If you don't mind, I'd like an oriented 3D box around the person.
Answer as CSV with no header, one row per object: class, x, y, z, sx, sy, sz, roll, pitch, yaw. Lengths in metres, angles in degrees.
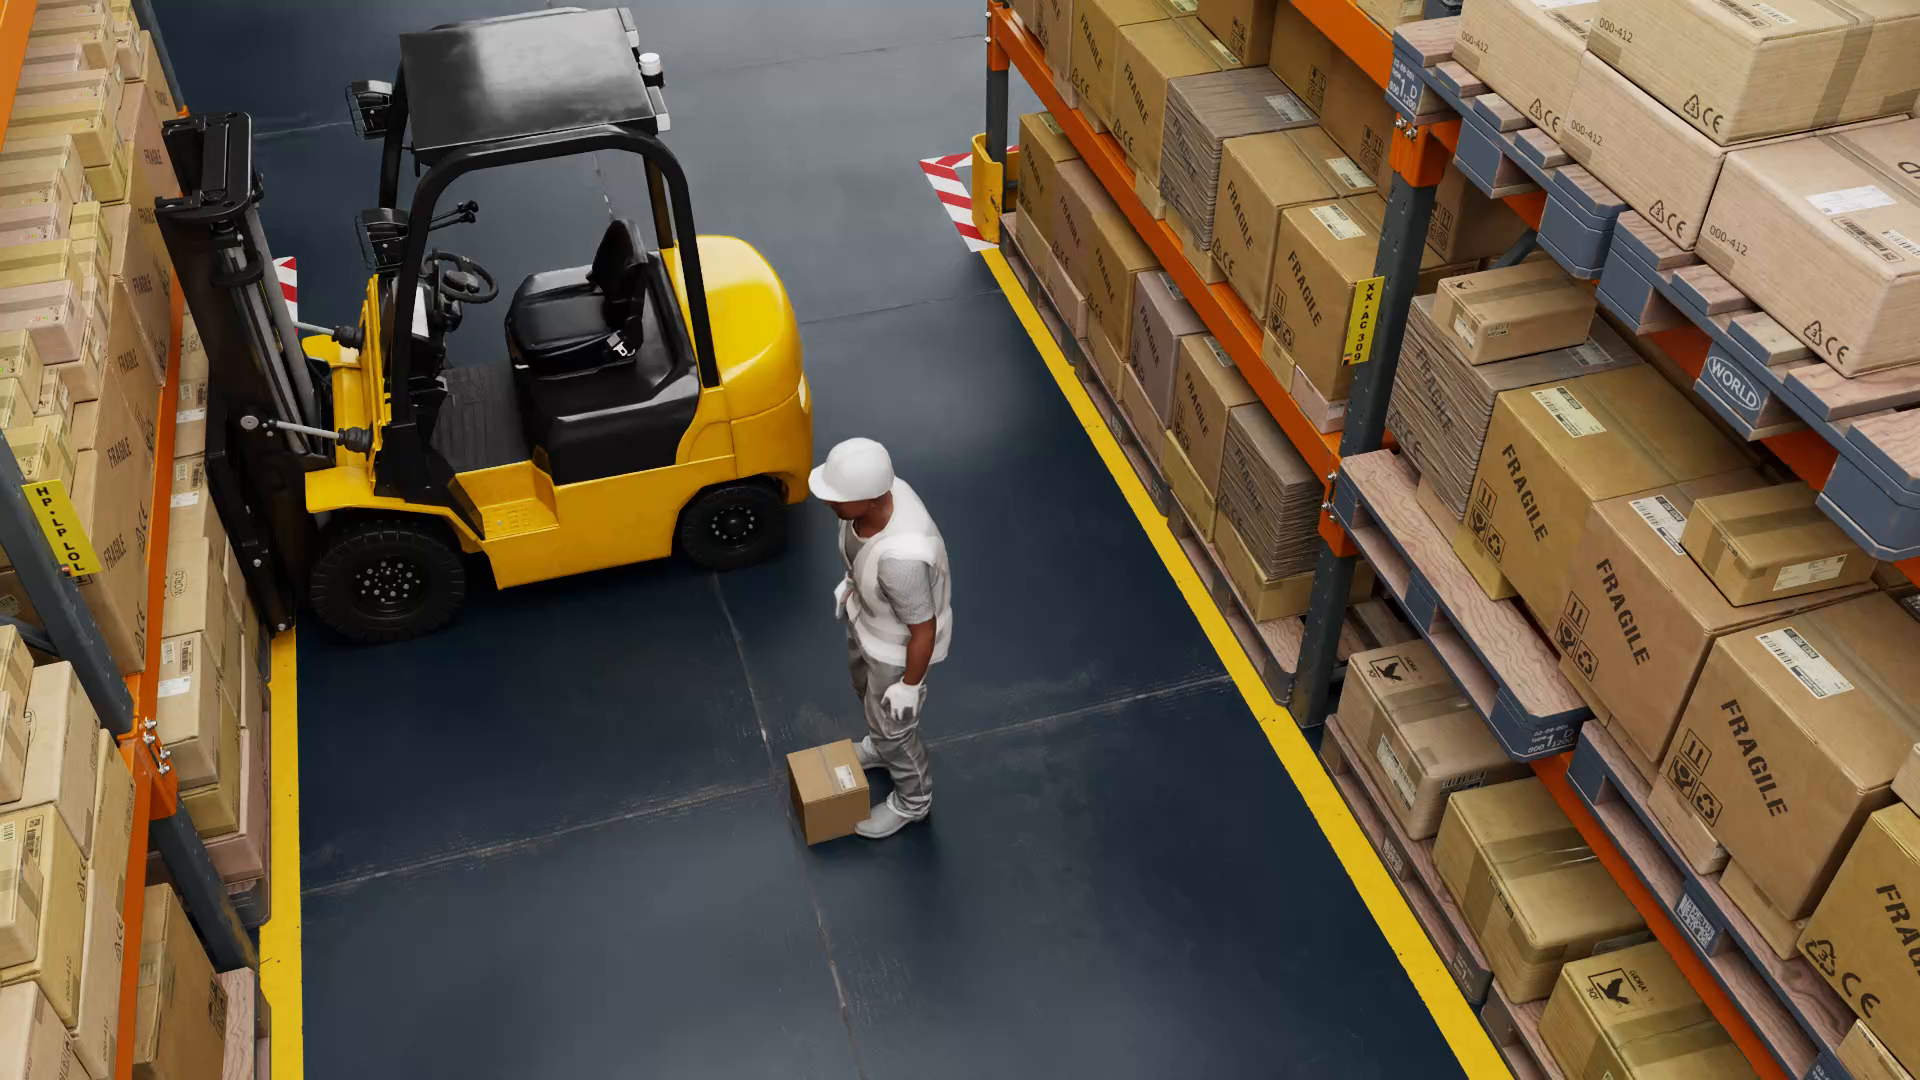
person,-0.269,0.333,5.781,0.448,1.773,0.628,-14,44,-15
